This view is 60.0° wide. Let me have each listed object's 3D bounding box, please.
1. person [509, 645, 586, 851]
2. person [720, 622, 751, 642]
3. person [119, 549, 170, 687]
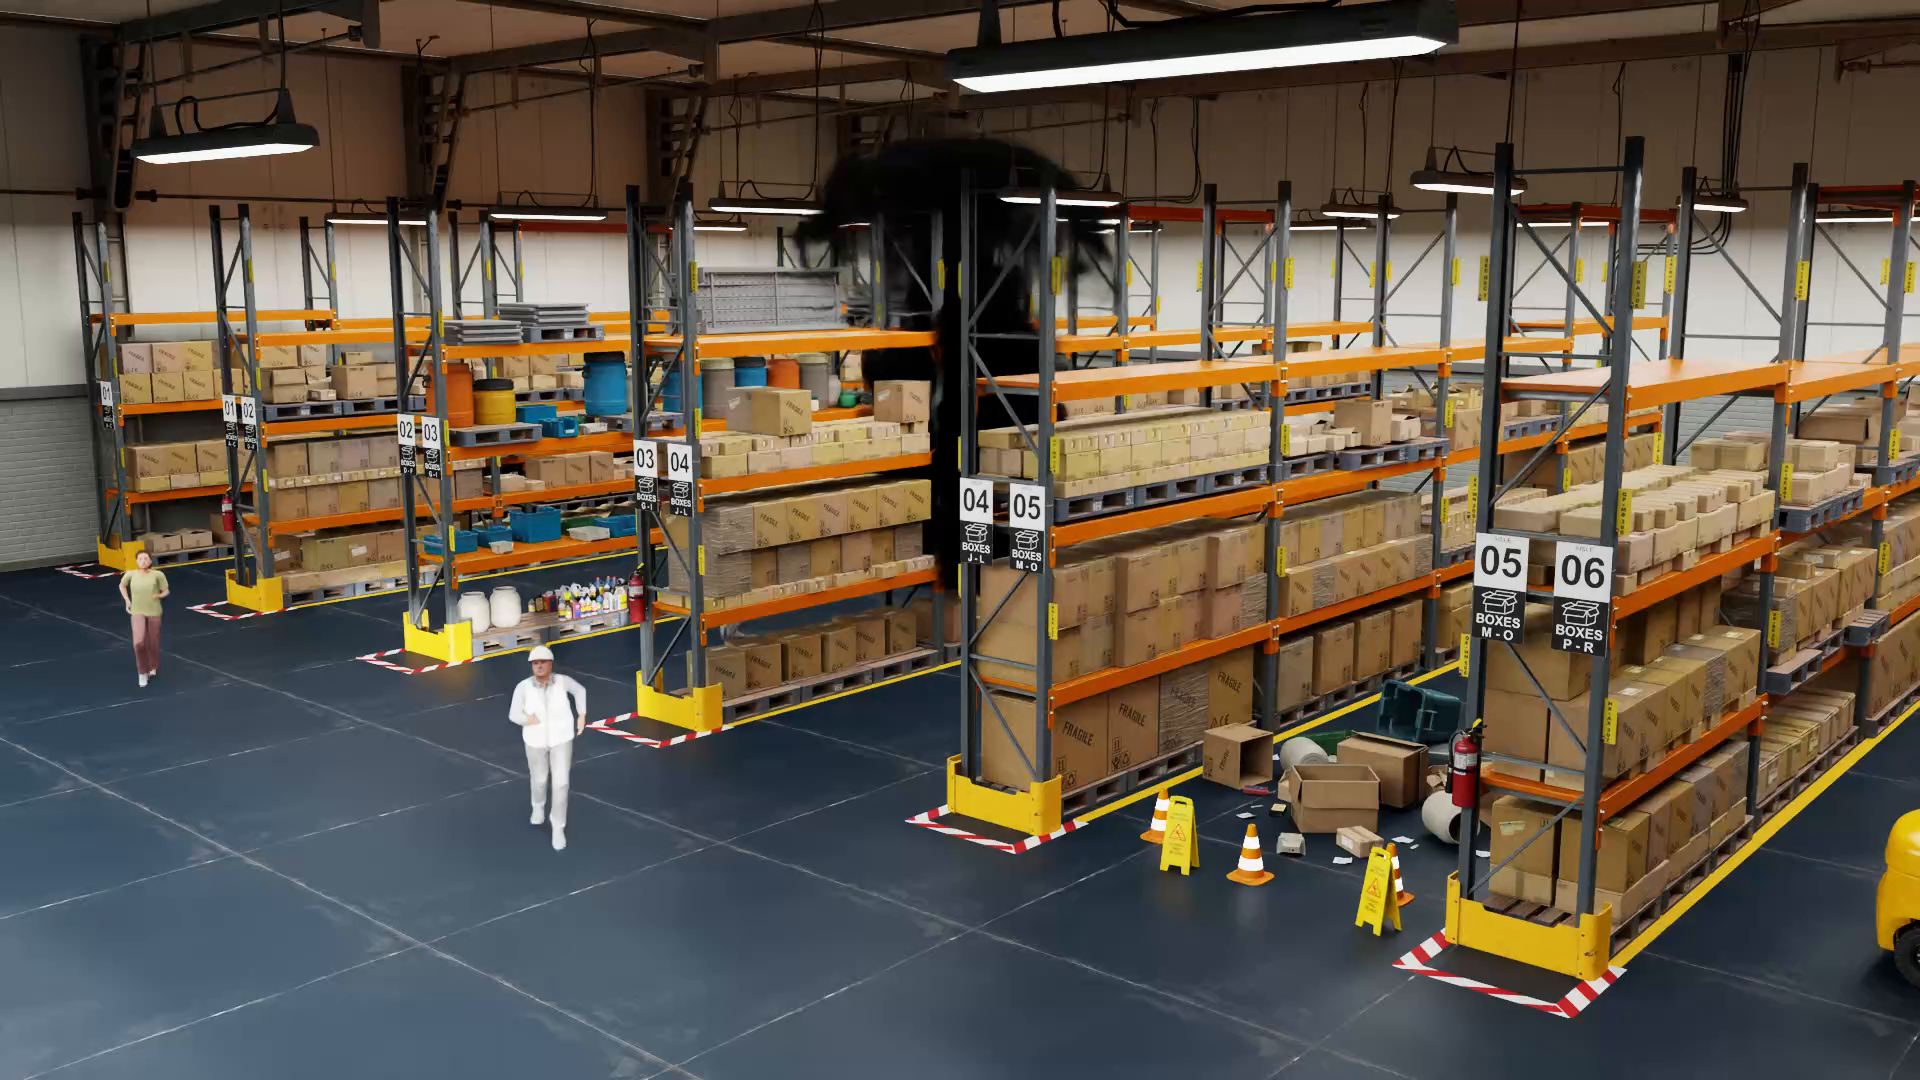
[{"bbox_3d":[-3.706,1.827,15.002,0.663,1.823,0.901,-2,10,-10],"label":"person"},{"bbox_3d":[-2.912,0.884,21.342,0.532,1.531,0.559,7,12,37],"label":"person"},{"bbox_3d":[-10.056,0.953,20.566,0.555,1.703,0.700,-5,11,-27],"label":"person"}]
